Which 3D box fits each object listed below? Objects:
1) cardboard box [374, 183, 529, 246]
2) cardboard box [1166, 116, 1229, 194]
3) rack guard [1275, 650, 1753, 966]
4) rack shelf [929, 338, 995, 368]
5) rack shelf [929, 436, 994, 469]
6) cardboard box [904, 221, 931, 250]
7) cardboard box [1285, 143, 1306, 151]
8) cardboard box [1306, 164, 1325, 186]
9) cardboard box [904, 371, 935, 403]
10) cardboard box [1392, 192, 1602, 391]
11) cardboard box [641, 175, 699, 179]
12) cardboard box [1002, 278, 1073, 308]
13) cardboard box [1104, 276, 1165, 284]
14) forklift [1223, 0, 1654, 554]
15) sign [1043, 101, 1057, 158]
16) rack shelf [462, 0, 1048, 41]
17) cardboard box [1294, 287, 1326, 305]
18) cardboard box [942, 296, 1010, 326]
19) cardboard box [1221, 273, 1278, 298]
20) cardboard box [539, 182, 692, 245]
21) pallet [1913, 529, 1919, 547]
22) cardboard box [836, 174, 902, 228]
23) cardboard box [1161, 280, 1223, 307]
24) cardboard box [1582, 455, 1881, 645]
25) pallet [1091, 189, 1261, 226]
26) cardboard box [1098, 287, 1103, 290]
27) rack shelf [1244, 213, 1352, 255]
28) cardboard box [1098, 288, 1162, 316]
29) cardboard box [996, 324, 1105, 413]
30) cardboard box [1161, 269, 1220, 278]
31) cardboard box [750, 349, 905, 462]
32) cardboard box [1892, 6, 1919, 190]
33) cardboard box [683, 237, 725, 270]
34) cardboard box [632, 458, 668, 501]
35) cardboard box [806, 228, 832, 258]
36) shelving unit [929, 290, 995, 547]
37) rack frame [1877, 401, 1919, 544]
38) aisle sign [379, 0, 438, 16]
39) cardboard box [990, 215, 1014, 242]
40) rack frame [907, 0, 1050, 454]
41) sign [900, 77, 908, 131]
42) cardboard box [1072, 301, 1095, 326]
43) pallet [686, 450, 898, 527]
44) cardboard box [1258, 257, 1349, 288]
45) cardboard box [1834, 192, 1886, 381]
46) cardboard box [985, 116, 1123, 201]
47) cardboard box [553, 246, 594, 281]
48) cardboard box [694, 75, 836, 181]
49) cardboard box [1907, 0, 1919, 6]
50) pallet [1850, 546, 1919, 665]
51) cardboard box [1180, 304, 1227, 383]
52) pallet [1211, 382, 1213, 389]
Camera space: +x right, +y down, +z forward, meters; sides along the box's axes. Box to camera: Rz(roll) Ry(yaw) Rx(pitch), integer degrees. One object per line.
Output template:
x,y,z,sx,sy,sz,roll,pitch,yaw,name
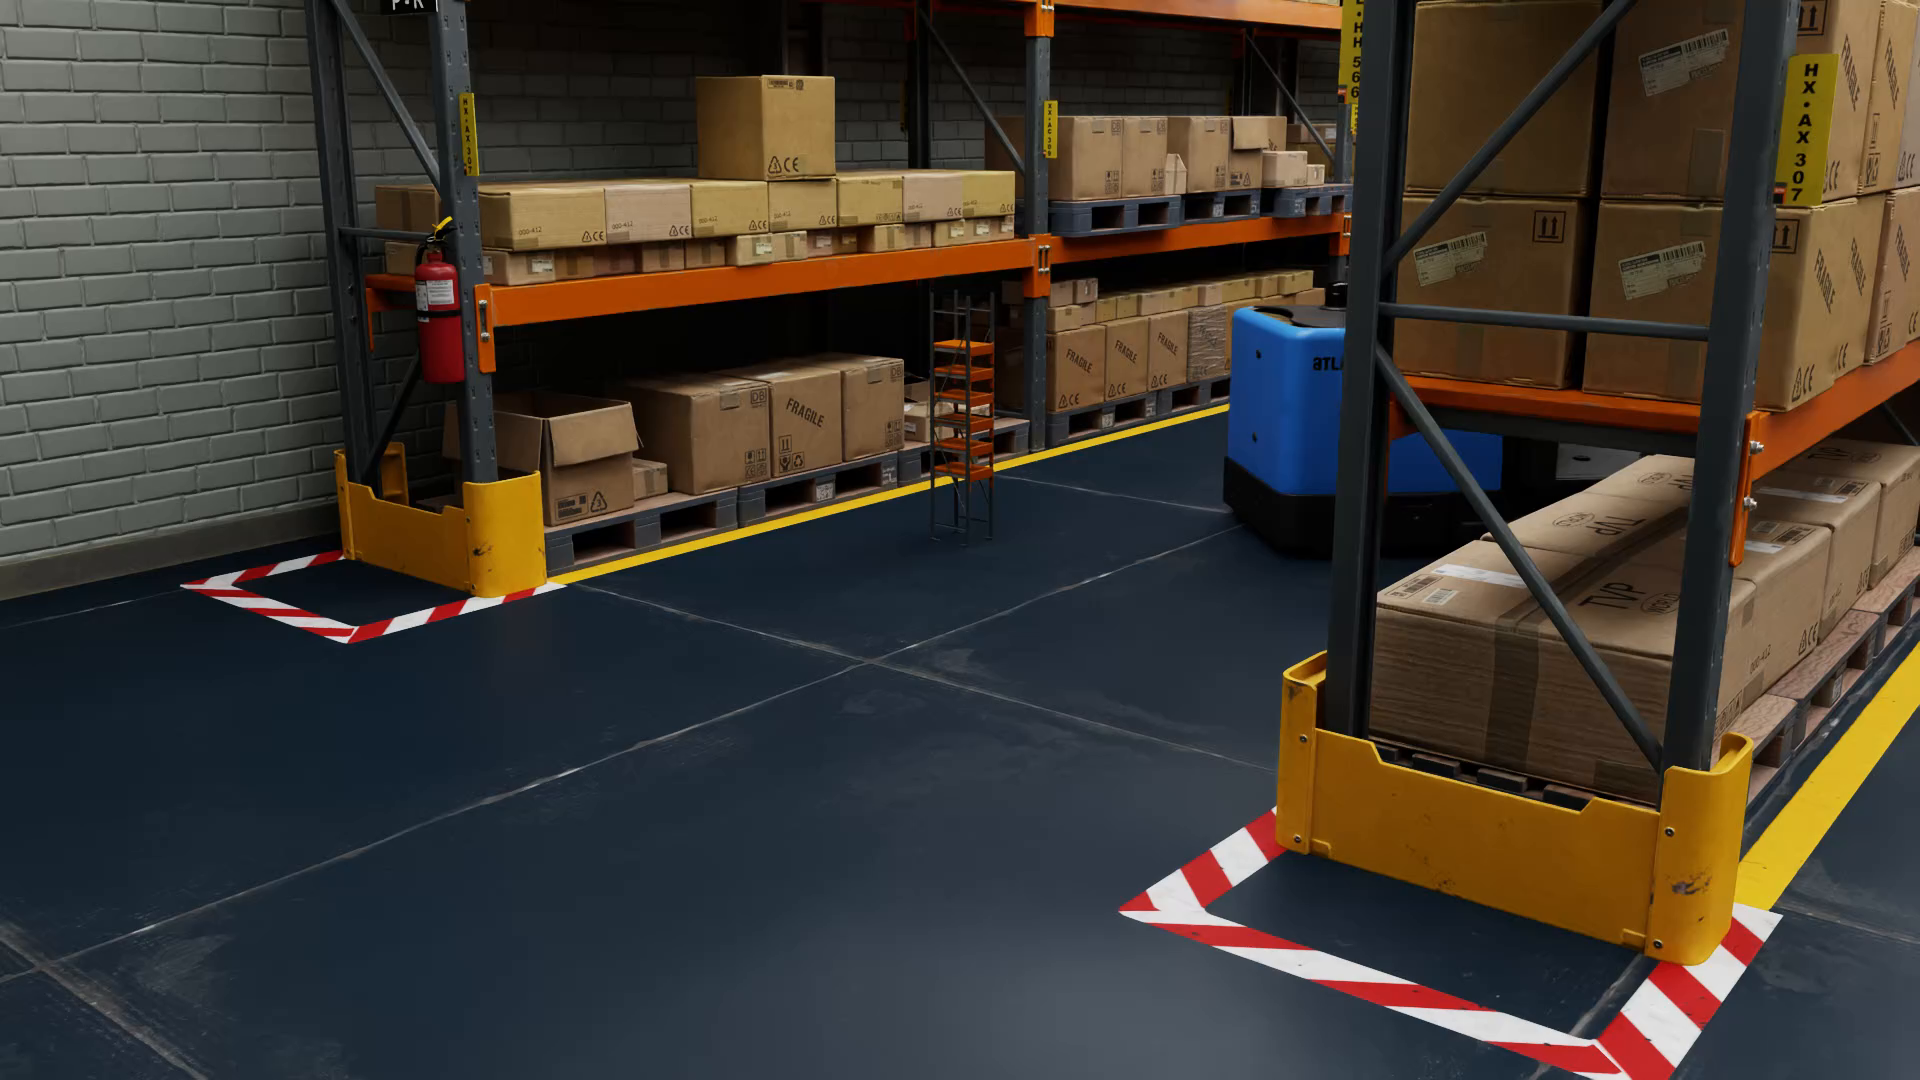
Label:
-2.331,-1.507,7.663,0.500,0.250,0.500,12,19,39,cardboard box
1.397,-2.632,11.335,0.700,0.500,0.500,11,18,37,cardboard box
1.435,0.677,4.442,1.175,0.500,0.348,11,18,38,rack guard
0.009,-0.890,7.908,0.258,0.103,0.180,11,18,38,rack shelf
0.009,-0.425,8.027,0.258,0.103,0.180,11,18,38,rack shelf
-0.381,-1.698,9.223,0.380,0.149,0.250,12,18,39,cardboard box
2.681,-3.137,13.668,0.500,0.250,0.500,12,18,39,cardboard box
2.500,-2.735,12.454,0.380,0.149,0.250,12,18,39,cardboard box
-0.498,-0.883,10.113,0.500,0.311,0.500,12,19,39,cardboard box
1.547,-0.721,4.664,0.500,0.500,0.500,11,18,38,cardboard box
-1.362,-1.800,8.815,0.500,0.250,0.500,11,18,37,cardboard box
0.486,-1.560,10.473,0.380,0.149,0.250,11,18,37,cardboard box
1.273,-1.837,12.169,0.380,0.149,0.250,11,18,38,cardboard box
2.919,-1.491,8.040,3.031,2.935,1.130,-2,14,-7,forklift
0.527,-2.409,9.757,0.100,0.325,0.005,11,18,38,sign
-1.156,-2.794,8.400,1.077,0.370,4.000,11,18,38,rack shelf
2.516,-1.716,13.010,0.500,0.500,0.500,12,19,39,cardboard box
0.108,-1.494,10.817,0.380,0.149,0.250,10,18,35,cardboard box
2.154,-1.910,12.457,0.380,0.149,0.250,11,18,36,cardboard box
-1.602,-1.520,7.713,0.500,0.250,0.500,12,18,38,cardboard box
4.390,-0.113,8.138,1.003,0.211,1.213,11,18,38,pallet
-0.657,-1.817,8.883,0.500,0.250,0.500,11,18,37,cardboard box
1.646,-1.761,11.871,0.380,0.149,0.250,10,17,35,cardboard box
2.923,0.009,6.348,0.875,0.438,0.875,11,18,36,cardboard box
1.396,-2.372,11.758,1.003,0.211,1.213,11,18,38,pallet
0.770,-1.690,11.591,0.380,0.149,0.250,12,18,39,cardboard box
3.872,-2.873,14.800,1.077,0.370,4.000,11,18,38,rack shelf
1.147,-1.619,11.310,0.380,0.149,0.250,11,18,37,cardboard box
0.580,-1.122,10.672,0.500,0.500,0.500,12,19,40,cardboard box
1.763,-1.986,12.756,0.380,0.149,0.250,12,18,38,cardboard box
-0.735,-0.757,9.235,0.700,0.500,0.500,10,18,35,cardboard box
2.610,-1.320,4.991,0.500,0.500,0.500,11,18,37,cardboard box
-1.362,-1.407,8.080,0.380,0.149,0.250,12,18,38,cardboard box
-1.658,-0.306,8.172,0.380,0.149,0.250,10,18,35,cardboard box
-0.887,-1.558,8.672,0.380,0.149,0.250,11,18,37,cardboard box
0.009,-0.584,7.986,0.258,1.200,0.189,11,18,38,shelving unit
3.964,-1.305,7.167,1.000,3.000,0.127,11,18,38,rack frame
-2.228,-2.508,6.622,0.394,0.787,0.004,11,18,38,aisle sign
0.097,-1.850,9.825,0.380,0.149,0.250,12,18,38,cardboard box
0.101,-2.072,10.188,1.000,3.000,0.127,11,18,38,rack frame
-0.333,-2.719,10.381,0.100,0.325,0.005,11,18,38,sign
0.647,-1.471,10.729,0.380,0.149,0.250,11,18,36,cardboard box
-1.098,-0.355,9.091,1.003,0.211,1.213,11,18,38,pallet
3.017,-2.008,13.906,0.875,0.625,0.625,12,19,39,cardboard box
2.271,-0.736,4.725,0.500,0.500,0.500,11,18,37,cardboard box
0.579,-2.382,10.353,0.700,0.500,0.500,12,18,39,cardboard box
-1.870,-1.261,7.504,0.380,0.149,0.250,12,18,39,cardboard box
-0.976,-2.074,8.371,0.500,0.500,0.500,12,18,39,cardboard box
2.715,-1.658,5.005,0.380,0.149,0.250,11,18,38,cardboard box
3.425,0.180,6.985,1.003,0.211,1.213,11,18,38,pallet
1.555,-1.419,11.840,0.500,0.500,0.500,10,18,36,cardboard box
2.116,-1.350,13.007,1.003,0.211,1.213,11,18,38,pallet
